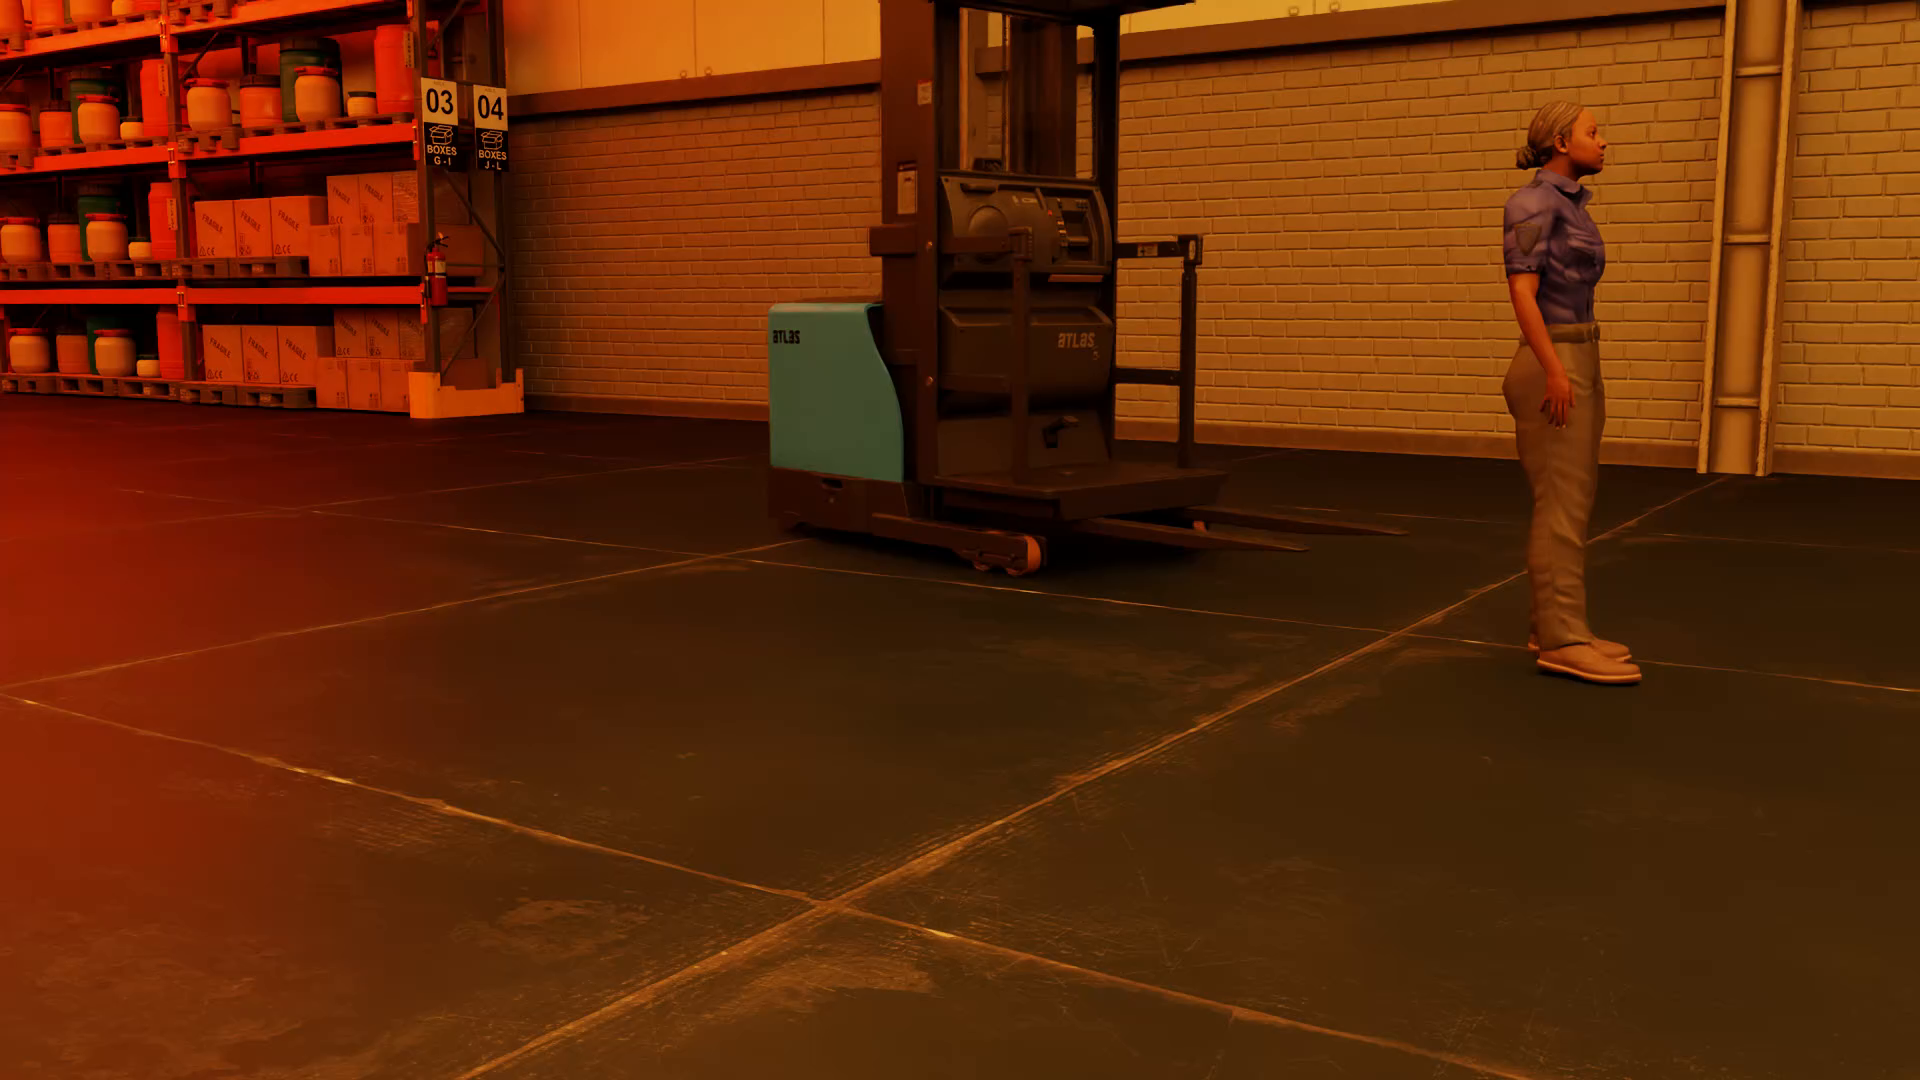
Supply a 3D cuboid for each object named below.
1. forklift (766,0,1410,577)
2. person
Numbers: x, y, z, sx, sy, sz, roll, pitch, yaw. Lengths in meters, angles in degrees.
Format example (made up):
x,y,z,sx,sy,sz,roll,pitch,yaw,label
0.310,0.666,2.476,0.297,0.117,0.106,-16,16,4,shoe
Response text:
x,y,z,sx,sy,sz,roll,pitch,yaw,label
0.433,-1.386,6.939,1.130,2.935,3.031,-7,11,-41,forklift
1.840,-0.453,4.894,0.487,1.661,0.554,5,10,33,person
